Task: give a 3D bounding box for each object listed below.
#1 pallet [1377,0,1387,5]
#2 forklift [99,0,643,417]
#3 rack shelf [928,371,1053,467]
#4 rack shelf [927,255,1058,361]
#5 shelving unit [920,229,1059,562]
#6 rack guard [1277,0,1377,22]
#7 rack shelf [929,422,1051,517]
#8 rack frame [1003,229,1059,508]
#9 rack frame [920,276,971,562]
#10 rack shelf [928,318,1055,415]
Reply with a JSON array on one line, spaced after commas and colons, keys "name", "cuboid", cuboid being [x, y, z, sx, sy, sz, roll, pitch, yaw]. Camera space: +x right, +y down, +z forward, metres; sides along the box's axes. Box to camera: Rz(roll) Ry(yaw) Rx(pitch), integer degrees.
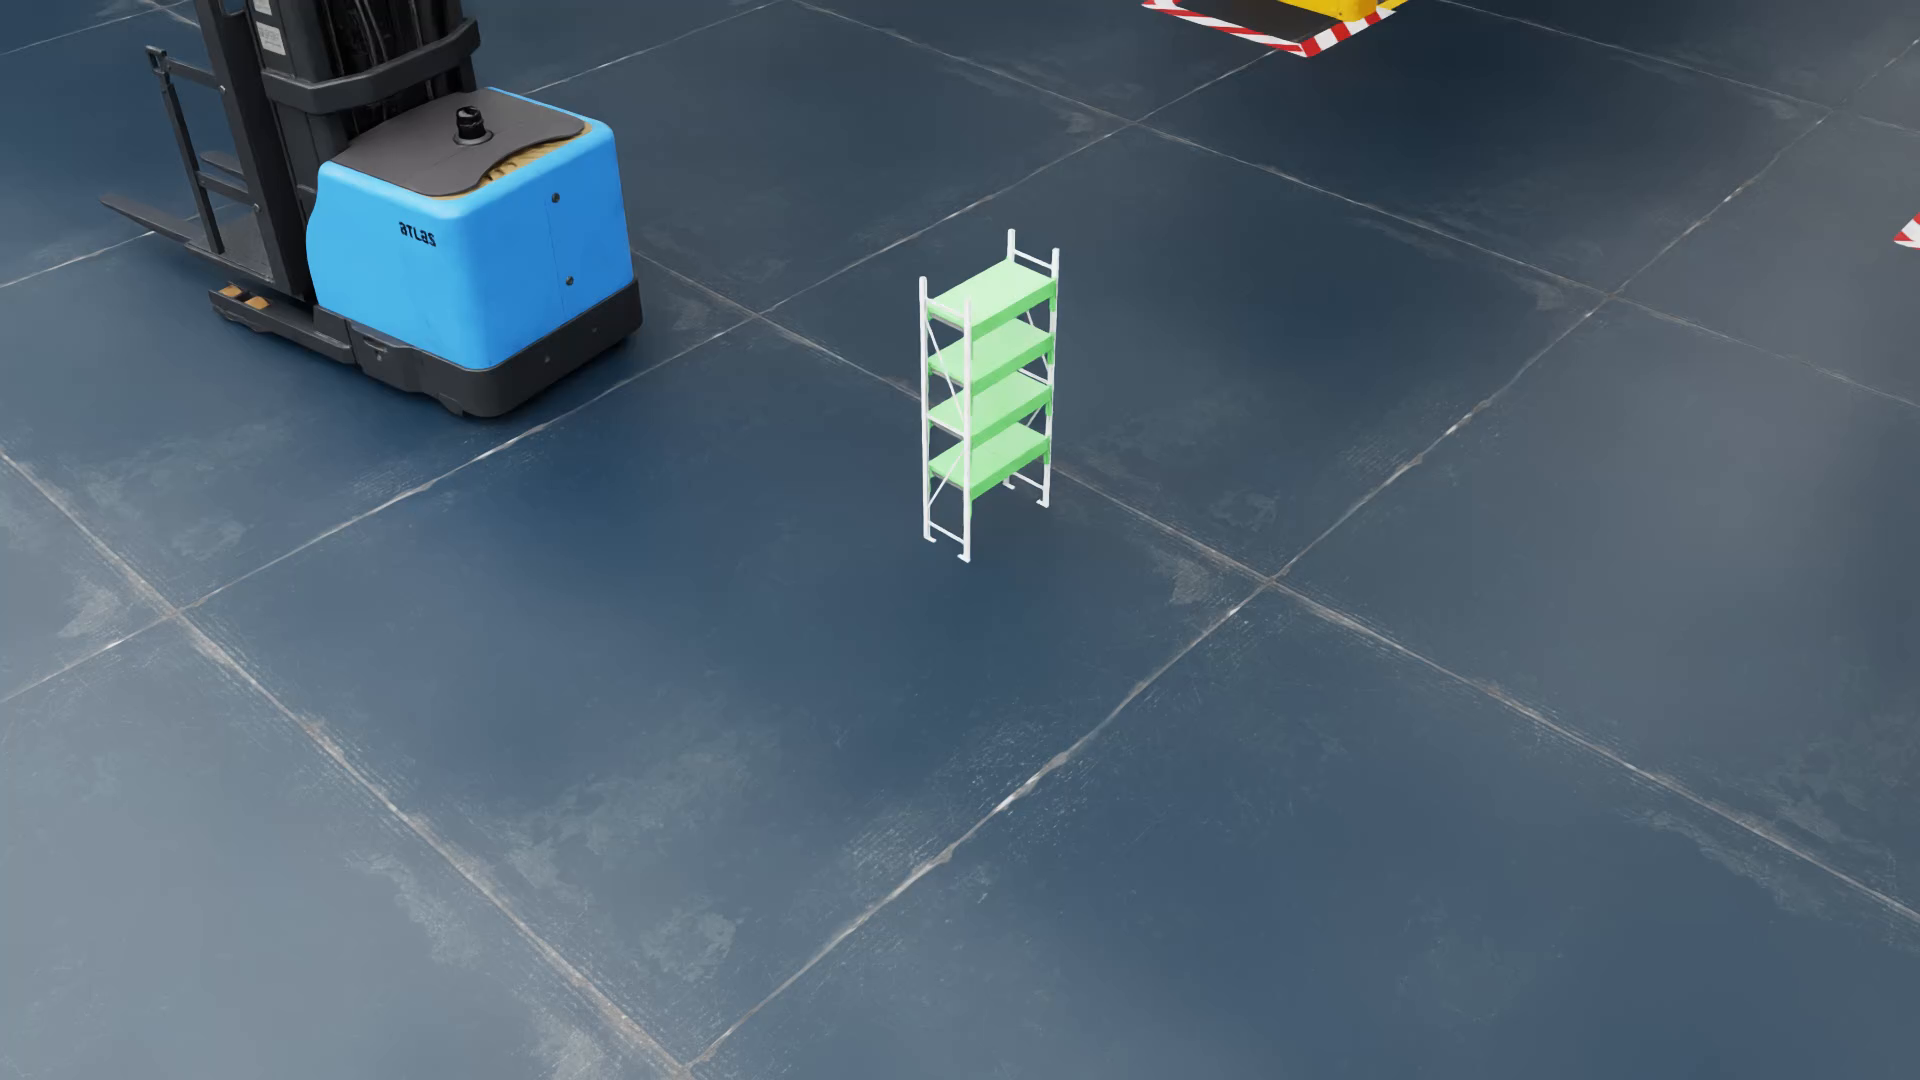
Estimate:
[{"name": "pallet", "cuboid": [2.871, -4.205, 11.868, 1.003, 0.211, 1.213, 30, 47, 32]}, {"name": "forklift", "cuboid": [-3.024, -2.398, 7.410, 3.031, 2.935, 1.130, 22, 44, 26]}, {"name": "rack shelf", "cuboid": [0.112, -0.496, 6.512, 0.258, 0.148, 0.480, 30, 47, 32]}, {"name": "rack shelf", "cuboid": [0.112, -0.871, 6.213, 0.258, 0.148, 0.480, 30, 47, 32]}, {"name": "shelving unit", "cuboid": [0.112, -0.546, 6.472, 0.258, 1.200, 0.503, 30, 47, 32]}, {"name": "rack guard", "cuboid": [2.296, -3.959, 11.327, 1.175, 0.500, 0.348, 30, 47, 32]}, {"name": "rack shelf", "cuboid": [0.112, -0.308, 6.661, 0.258, 0.148, 0.480, 30, 47, 32]}, {"name": "rack frame", "cuboid": [0.276, -0.658, 6.613, 0.240, 1.200, 0.015, 30, 47, 32]}, {"name": "rack frame", "cuboid": [-0.053, -0.434, 6.331, 0.240, 1.200, 0.015, 30, 47, 32]}, {"name": "rack shelf", "cuboid": [0.112, -0.684, 6.363, 0.258, 0.148, 0.480, 30, 47, 32]}]
